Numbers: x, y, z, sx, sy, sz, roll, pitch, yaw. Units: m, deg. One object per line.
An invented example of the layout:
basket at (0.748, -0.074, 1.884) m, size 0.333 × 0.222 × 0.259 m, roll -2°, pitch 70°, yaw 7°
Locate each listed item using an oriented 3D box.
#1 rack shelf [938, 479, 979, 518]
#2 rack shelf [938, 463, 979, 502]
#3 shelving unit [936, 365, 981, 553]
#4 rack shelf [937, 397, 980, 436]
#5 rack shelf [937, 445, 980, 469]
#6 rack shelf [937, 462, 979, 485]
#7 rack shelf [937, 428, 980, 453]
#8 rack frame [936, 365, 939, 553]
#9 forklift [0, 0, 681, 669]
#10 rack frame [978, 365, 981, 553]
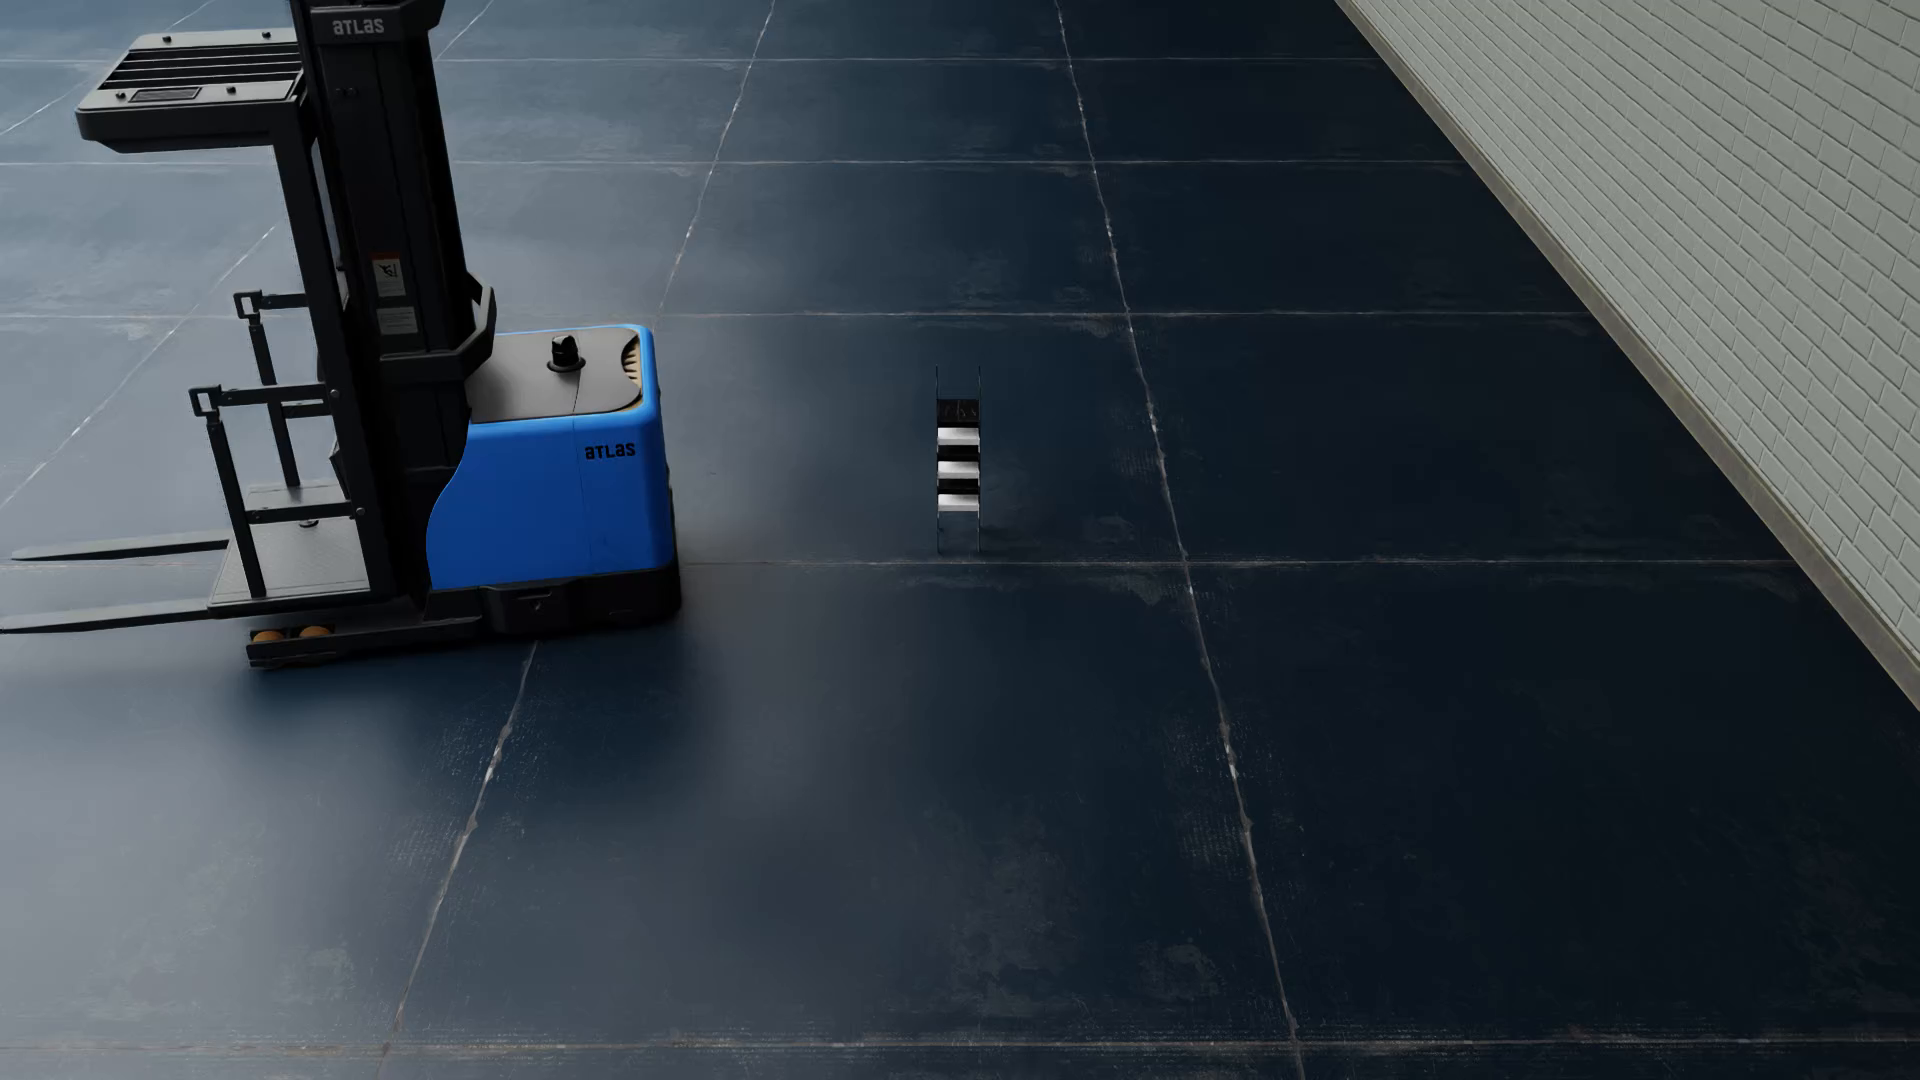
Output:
rack shelf at (-0.008, -0.202, 8.127) m, size 0.200 × 0.077 × 0.258 m, roll 0°, pitch 31°, yaw 0°
rack shelf at (-0.008, -0.279, 8.081) m, size 0.200 × 0.077 × 0.258 m, roll 0°, pitch 31°, yaw 0°
shelving unit at (-0.008, -0.385, 8.017) m, size 0.210 × 0.900 × 0.258 m, roll 0°, pitch 31°, yaw 0°
rack shelf at (-0.008, -0.587, 7.894) m, size 0.200 × 0.077 × 0.258 m, roll 0°, pitch 31°, yaw 0°
rack shelf at (-0.008, -0.433, 7.987) m, size 0.200 × 0.077 × 0.258 m, roll 0°, pitch 31°, yaw 0°
rack shelf at (-0.008, -0.356, 8.034) m, size 0.200 × 0.077 × 0.258 m, roll 0°, pitch 31°, yaw 0°
rack shelf at (-0.008, -0.510, 7.940) m, size 0.200 × 0.077 × 0.258 m, roll 0°, pitch 31°, yaw 0°
rack frame at (-0.110, -0.384, 8.016) m, size 0.006 × 0.900 × 0.240 m, roll 0°, pitch 31°, yaw 0°
forklift at (-2.850, -0.983, 7.045) m, size 3.031 × 2.935 × 1.130 m, roll -6°, pitch 32°, yaw -9°
rack frame at (0.094, -0.385, 8.017) m, size 0.006 × 0.900 × 0.240 m, roll 0°, pitch 31°, yaw 0°
